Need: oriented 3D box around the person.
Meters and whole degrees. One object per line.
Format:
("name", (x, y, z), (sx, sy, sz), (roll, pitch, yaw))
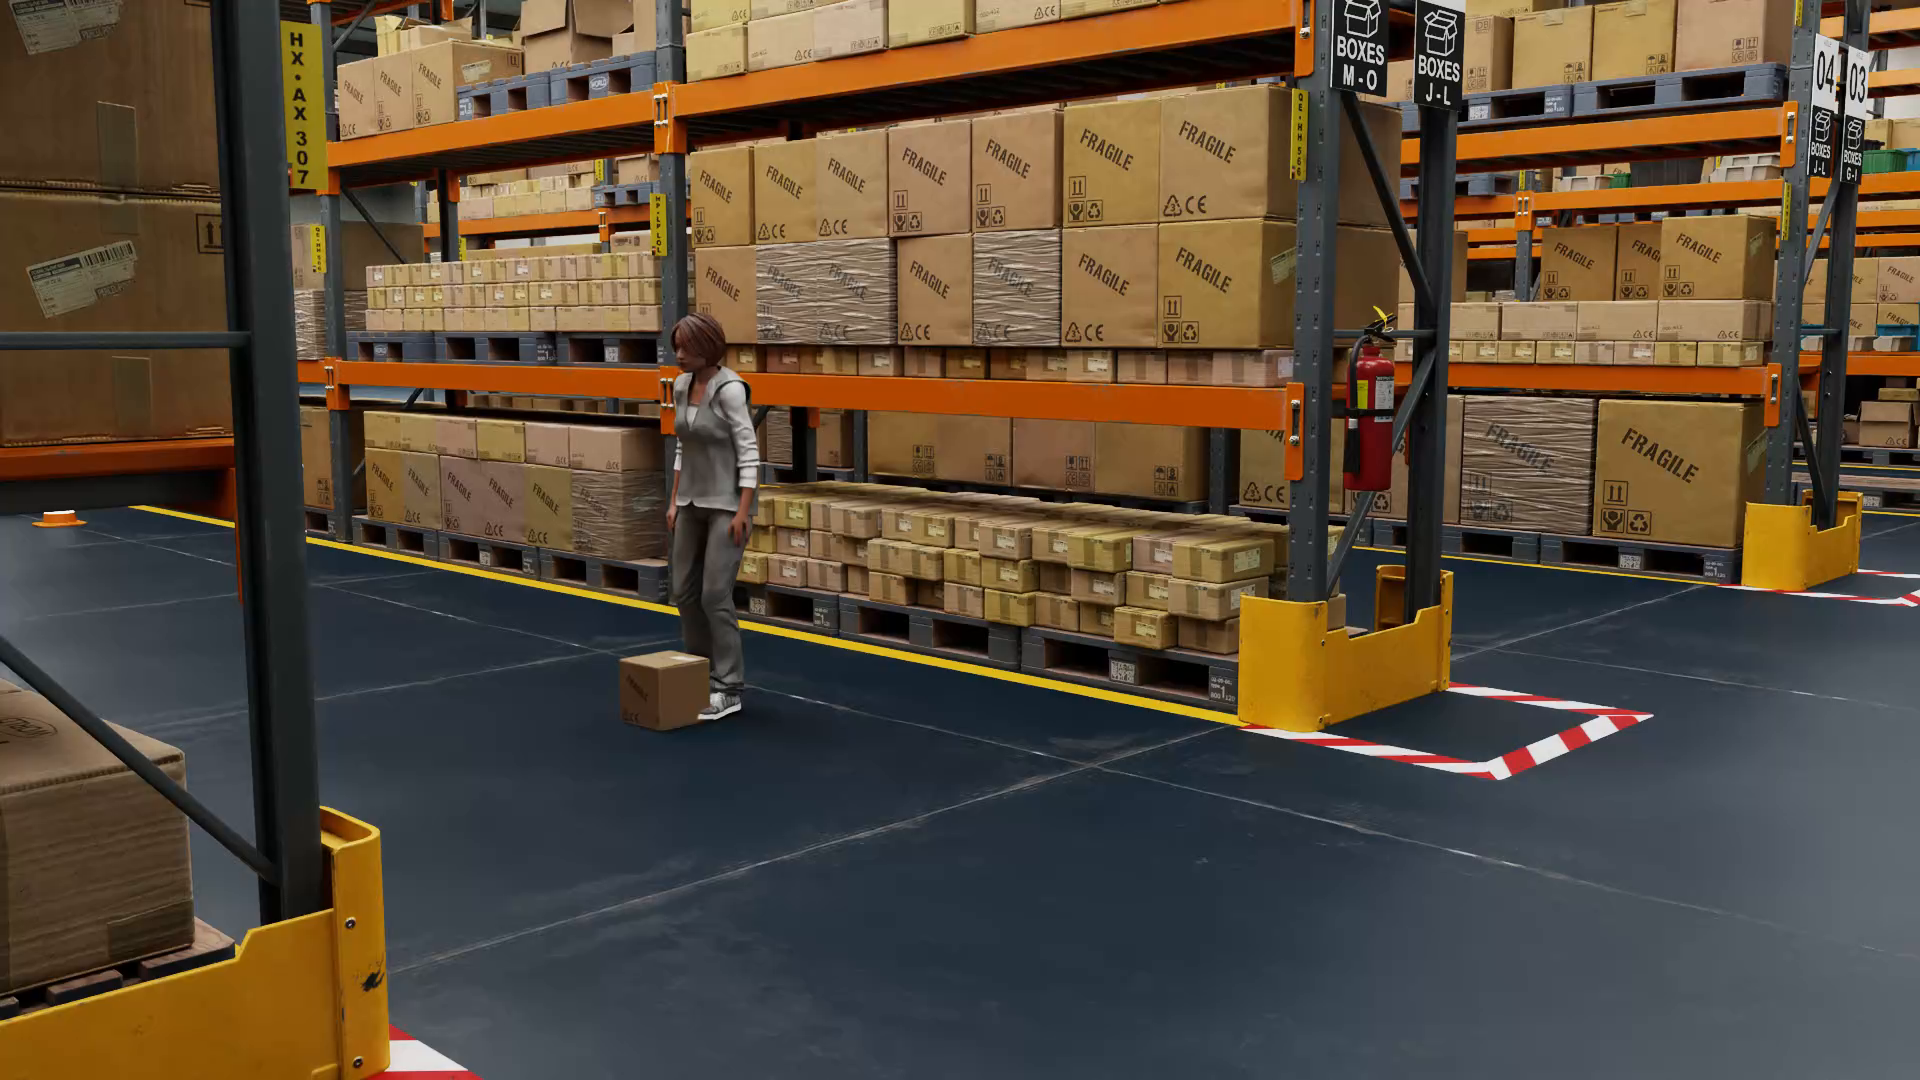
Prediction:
("person", (-1.000, -0.093, 6.598), (0.469, 1.580, 0.377), (6, 10, 41))
